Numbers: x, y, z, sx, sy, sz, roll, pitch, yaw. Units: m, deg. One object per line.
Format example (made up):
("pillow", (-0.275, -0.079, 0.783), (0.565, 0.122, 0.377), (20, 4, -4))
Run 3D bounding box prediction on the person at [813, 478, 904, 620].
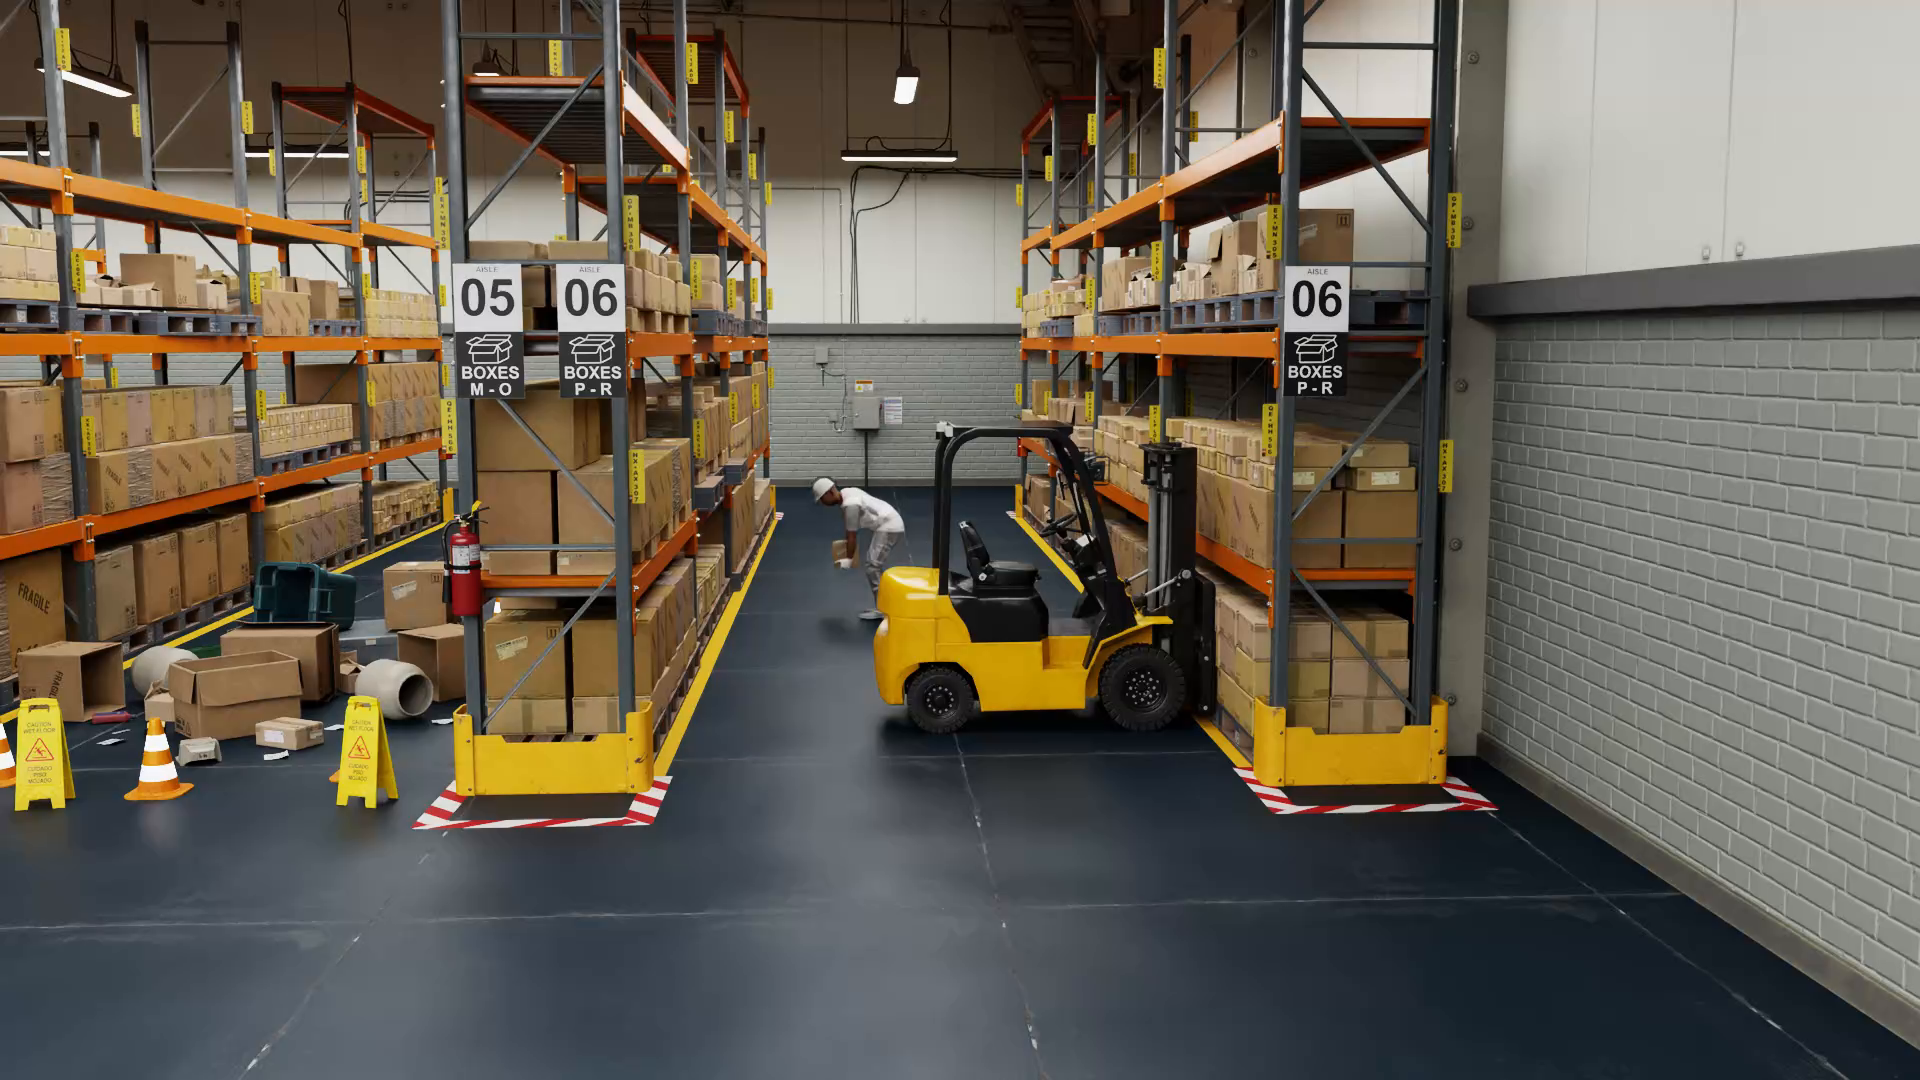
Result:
("person", (-1.005, 0.082, 16.564), (0.902, 1.404, 0.484), (-1, 7, -5))
